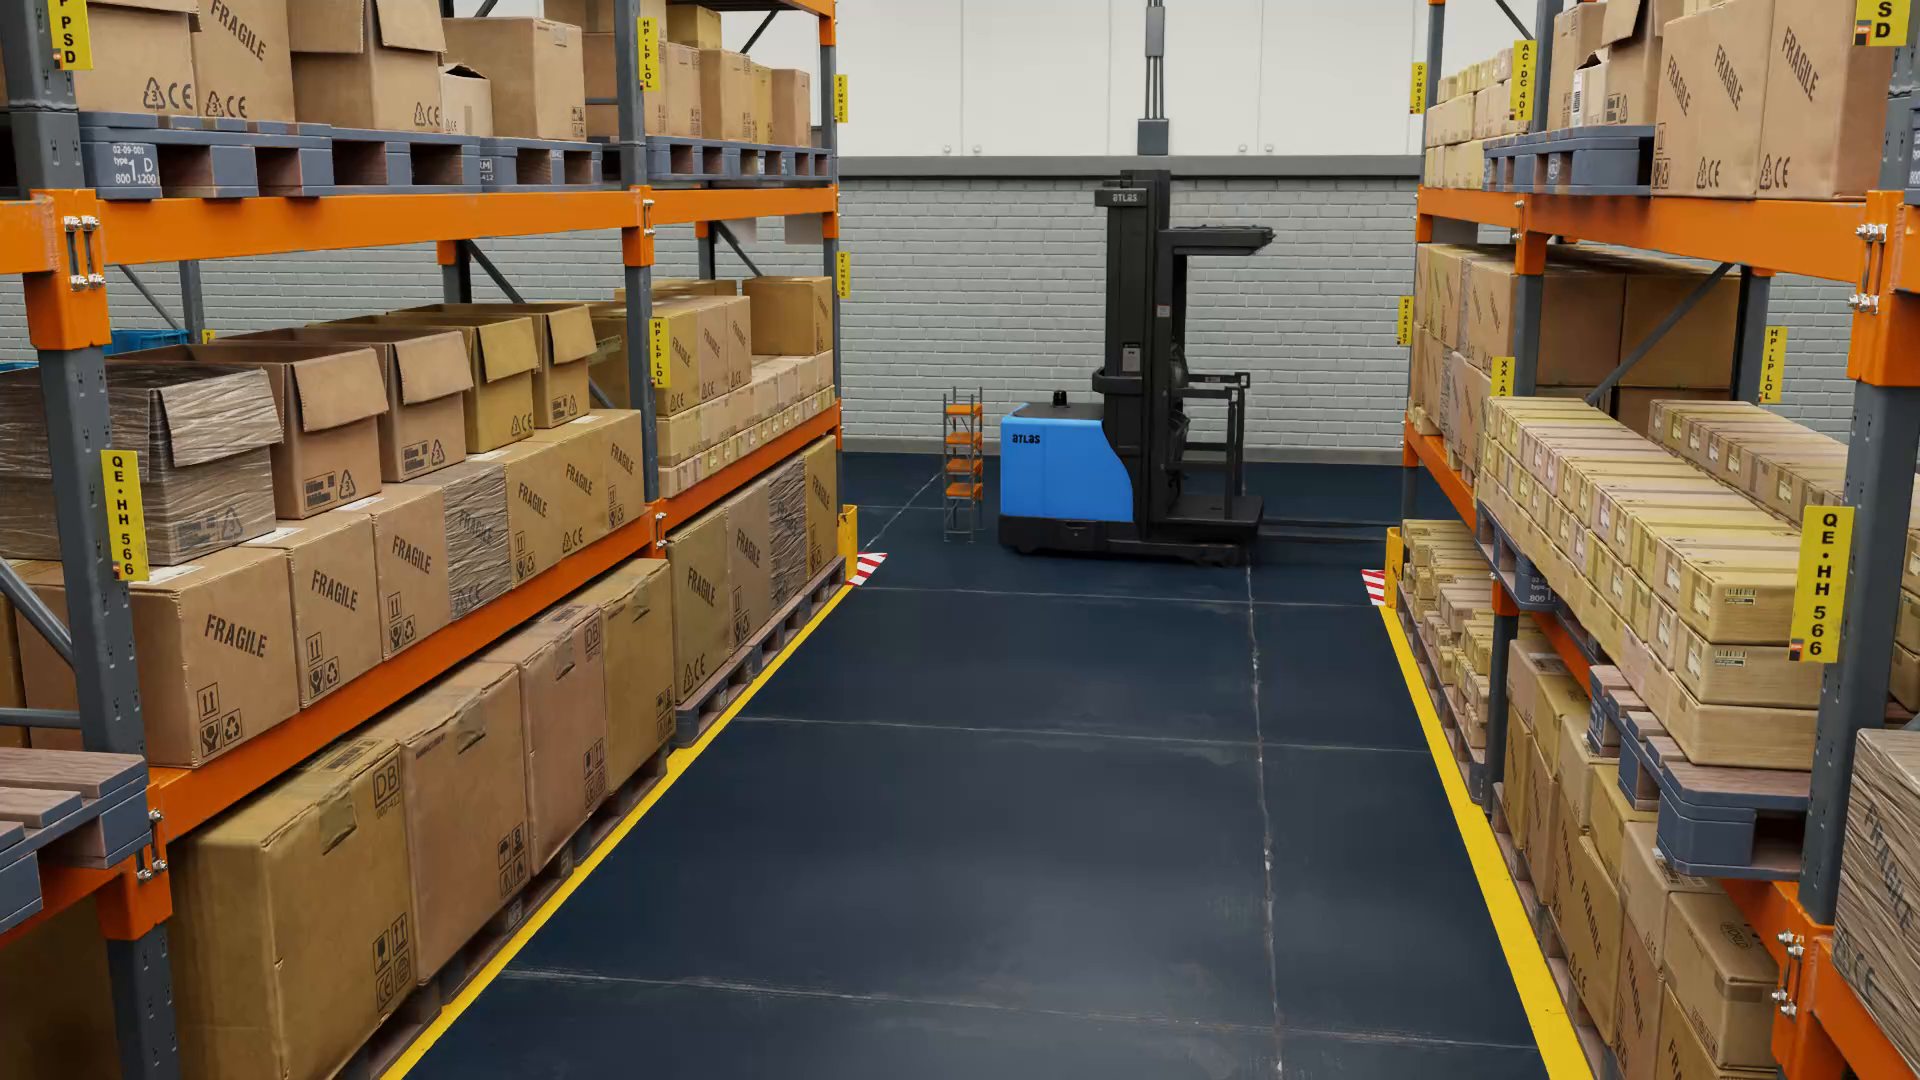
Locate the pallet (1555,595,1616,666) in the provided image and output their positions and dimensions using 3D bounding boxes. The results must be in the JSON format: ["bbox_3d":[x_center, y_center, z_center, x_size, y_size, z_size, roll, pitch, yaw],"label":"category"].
[{"bbox_3d":[2.558,0.315,5.366,1.003,0.211,1.213,2,12,9],"label":"pallet"}]

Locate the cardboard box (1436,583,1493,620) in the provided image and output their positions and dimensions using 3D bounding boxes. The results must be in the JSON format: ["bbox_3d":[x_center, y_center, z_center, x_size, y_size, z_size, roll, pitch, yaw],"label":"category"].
[{"bbox_3d":[2.835,0.343,9.138,0.380,0.149,0.250,1,12,7],"label":"cardboard box"}]

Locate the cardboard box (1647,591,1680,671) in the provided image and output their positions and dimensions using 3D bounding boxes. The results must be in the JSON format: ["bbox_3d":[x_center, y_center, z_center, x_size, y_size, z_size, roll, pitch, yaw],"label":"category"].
[{"bbox_3d":[1.960,0.234,4.182,0.380,0.149,0.250,2,12,11],"label":"cardboard box"}]

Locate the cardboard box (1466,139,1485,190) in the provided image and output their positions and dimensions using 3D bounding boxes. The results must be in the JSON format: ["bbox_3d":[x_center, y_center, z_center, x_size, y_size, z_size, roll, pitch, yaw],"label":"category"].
[{"bbox_3d":[2.884,-1.911,8.477,0.500,0.250,0.500,2,12,8],"label":"cardboard box"}]

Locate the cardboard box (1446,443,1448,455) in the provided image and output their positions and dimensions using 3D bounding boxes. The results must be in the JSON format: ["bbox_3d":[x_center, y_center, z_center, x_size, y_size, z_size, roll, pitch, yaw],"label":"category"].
[{"bbox_3d":[2.962,-0.524,9.403,0.380,0.149,0.250,2,12,11],"label":"cardboard box"}]

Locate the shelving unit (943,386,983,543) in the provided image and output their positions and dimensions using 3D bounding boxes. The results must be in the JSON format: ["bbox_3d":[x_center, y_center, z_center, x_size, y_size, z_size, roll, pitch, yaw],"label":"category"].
[{"bbox_3d":[0.025,-0.621,13.527,0.258,1.200,0.503,2,12,9],"label":"shelving unit"}]

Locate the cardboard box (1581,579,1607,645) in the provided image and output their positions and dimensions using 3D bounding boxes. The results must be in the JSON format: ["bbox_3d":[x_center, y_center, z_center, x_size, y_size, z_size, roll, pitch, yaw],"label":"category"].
[{"bbox_3d":[2.077,0.222,4.944,0.380,0.149,0.250,1,12,6],"label":"cardboard box"}]

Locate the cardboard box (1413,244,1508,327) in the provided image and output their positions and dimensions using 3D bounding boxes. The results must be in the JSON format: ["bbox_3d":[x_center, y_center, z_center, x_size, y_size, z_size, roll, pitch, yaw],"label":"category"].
[{"bbox_3d":[3.193,-1.629,10.614,0.500,0.500,0.500,2,12,8],"label":"cardboard box"}]

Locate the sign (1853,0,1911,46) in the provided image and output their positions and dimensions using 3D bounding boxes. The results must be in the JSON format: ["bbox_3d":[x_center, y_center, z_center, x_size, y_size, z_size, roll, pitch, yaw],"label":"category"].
[{"bbox_3d":[1.759,-1.102,3.140,0.100,0.325,0.005,2,12,9],"label":"sign"}]

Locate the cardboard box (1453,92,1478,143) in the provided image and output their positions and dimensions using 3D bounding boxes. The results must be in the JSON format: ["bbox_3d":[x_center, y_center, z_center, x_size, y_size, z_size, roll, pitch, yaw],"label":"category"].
[{"bbox_3d":[2.955,-2.266,8.937,0.500,0.250,0.500,1,12,7],"label":"cardboard box"}]

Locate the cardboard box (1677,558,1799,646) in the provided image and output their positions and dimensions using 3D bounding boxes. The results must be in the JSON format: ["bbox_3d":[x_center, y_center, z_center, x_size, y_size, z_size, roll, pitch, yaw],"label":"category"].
[{"bbox_3d":[1.917,0.145,3.889,0.380,0.149,0.250,1,12,6],"label":"cardboard box"}]

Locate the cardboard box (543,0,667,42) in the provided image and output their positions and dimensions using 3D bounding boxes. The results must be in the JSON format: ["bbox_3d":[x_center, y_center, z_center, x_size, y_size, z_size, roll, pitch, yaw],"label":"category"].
[{"bbox_3d":[-1.825,-2.711,8.582,0.500,0.250,0.500,1,12,5],"label":"cardboard box"}]

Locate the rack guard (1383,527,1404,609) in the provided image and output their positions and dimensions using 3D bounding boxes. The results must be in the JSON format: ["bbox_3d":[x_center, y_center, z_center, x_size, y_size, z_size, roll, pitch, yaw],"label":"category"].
[{"bbox_3d":[3.513,0.207,11.345,1.175,0.500,0.348,2,12,9],"label":"rack guard"}]

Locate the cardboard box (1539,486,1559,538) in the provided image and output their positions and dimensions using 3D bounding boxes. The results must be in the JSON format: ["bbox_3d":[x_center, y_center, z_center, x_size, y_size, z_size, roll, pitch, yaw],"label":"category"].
[{"bbox_3d":[2.198,-0.085,5.662,0.380,0.149,0.250,2,12,8],"label":"cardboard box"}]

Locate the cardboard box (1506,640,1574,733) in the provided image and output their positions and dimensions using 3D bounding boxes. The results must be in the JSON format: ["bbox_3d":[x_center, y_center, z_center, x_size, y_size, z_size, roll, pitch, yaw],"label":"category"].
[{"bbox_3d":[2.535,0.598,6.757,0.500,0.250,0.500,1,12,6],"label":"cardboard box"}]

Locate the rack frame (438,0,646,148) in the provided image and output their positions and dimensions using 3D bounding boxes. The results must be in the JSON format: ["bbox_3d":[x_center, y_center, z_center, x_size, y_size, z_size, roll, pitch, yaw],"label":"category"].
[{"bbox_3d":[-1.976,-3.312,7.502,1.000,3.000,0.127,2,12,9],"label":"rack frame"}]

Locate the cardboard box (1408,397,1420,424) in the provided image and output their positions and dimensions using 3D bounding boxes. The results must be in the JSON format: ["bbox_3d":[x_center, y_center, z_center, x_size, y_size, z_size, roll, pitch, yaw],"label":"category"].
[{"bbox_3d":[3.151,-0.851,10.918,0.380,0.149,0.250,2,12,8],"label":"cardboard box"}]

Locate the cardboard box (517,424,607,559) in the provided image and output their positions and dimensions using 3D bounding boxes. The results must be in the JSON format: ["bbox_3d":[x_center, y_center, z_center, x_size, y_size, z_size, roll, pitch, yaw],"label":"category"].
[{"bbox_3d":[-1.861,-0.219,7.154,0.500,0.500,0.500,2,12,10],"label":"cardboard box"}]

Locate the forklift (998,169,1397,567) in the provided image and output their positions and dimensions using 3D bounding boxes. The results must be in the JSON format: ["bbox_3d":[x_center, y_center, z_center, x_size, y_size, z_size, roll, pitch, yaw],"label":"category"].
[{"bbox_3d":[1.874,-1.351,12.804,3.031,2.935,1.130,3,12,13],"label":"forklift"}]

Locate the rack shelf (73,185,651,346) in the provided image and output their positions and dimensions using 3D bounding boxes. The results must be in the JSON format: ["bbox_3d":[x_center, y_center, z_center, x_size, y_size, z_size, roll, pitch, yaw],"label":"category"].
[{"bbox_3d":[-2.283,-1.078,5.962,1.077,0.370,4.000,2,12,9],"label":"rack shelf"}]

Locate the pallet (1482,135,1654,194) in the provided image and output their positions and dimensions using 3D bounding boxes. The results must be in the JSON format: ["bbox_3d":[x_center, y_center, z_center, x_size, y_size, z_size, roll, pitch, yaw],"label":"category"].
[{"bbox_3d":[2.709,-1.447,6.415,1.213,0.211,1.003,2,12,9],"label":"pallet"}]

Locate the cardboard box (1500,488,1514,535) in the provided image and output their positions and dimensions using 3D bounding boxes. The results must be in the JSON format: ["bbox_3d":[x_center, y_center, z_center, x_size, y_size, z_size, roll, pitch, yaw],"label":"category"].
[{"bbox_3d":[2.315,-0.103,6.452,0.380,0.149,0.250,2,12,9],"label":"cardboard box"}]

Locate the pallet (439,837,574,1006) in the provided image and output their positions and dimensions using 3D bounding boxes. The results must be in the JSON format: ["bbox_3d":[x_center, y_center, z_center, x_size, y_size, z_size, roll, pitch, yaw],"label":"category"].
[{"bbox_3d":[-2.205,1.401,6.490,1.003,0.211,1.213,2,12,9],"label":"pallet"}]

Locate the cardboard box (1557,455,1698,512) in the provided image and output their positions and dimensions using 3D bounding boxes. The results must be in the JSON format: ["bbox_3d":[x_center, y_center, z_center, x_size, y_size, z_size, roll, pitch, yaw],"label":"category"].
[{"bbox_3d":[2.159,-0.179,5.389,0.380,0.149,0.250,2,12,10],"label":"cardboard box"}]

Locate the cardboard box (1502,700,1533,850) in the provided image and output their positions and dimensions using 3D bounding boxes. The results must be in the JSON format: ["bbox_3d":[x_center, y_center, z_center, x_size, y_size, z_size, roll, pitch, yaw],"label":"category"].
[{"bbox_3d":[2.534,0.964,6.836,0.500,0.500,0.500,2,12,11],"label":"cardboard box"}]

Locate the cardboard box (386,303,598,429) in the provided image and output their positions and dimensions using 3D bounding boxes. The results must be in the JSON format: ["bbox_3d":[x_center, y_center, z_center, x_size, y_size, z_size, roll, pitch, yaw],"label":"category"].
[{"bbox_3d":[-2.066,-0.786,7.400,0.797,0.503,0.637,2,12,7],"label":"cardboard box"}]

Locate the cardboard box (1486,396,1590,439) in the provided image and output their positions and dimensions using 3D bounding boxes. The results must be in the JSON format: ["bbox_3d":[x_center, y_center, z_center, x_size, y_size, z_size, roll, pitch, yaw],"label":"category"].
[{"bbox_3d":[2.395,-0.504,6.899,0.380,0.149,0.250,3,12,12],"label":"cardboard box"}]

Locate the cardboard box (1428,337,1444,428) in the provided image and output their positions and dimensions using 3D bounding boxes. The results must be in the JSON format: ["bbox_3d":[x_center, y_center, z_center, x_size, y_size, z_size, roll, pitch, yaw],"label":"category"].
[{"bbox_3d":[3.038,-0.926,9.729,0.500,0.500,0.500,2,12,9],"label":"cardboard box"}]

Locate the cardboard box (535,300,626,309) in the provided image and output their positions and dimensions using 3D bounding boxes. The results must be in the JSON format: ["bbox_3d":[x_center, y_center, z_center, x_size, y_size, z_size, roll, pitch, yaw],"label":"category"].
[{"bbox_3d":[-2.088,-1.027,9.007,0.500,0.500,0.500,2,12,9],"label":"cardboard box"}]

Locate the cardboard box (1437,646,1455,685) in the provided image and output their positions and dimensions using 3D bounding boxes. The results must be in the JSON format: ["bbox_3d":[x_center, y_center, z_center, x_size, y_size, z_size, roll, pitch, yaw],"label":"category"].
[{"bbox_3d":[2.792,0.682,8.977,0.380,0.149,0.250,2,12,9],"label":"cardboard box"}]

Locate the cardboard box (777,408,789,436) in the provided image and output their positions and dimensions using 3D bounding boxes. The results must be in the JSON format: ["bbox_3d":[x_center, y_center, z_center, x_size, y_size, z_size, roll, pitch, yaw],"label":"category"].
[{"bbox_3d":[-1.285,-0.738,10.394,0.380,0.149,0.250,2,12,9],"label":"cardboard box"}]

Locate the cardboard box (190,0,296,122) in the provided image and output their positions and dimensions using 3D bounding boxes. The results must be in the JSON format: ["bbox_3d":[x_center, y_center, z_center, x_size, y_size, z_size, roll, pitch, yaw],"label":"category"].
[{"bbox_3d":[-2.523,-1.579,5.347,0.500,0.500,0.500,3,12,12],"label":"cardboard box"}]

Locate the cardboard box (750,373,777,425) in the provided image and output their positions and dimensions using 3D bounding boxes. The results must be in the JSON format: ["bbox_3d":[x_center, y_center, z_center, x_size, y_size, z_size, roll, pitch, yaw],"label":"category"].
[{"bbox_3d":[-1.406,-0.855,9.989,0.500,0.250,0.500,2,12,9],"label":"cardboard box"}]

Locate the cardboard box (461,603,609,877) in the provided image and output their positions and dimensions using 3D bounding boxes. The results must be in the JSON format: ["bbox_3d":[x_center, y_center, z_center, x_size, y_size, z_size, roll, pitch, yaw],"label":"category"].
[{"bbox_3d":[-2.191,0.774,6.830,1.225,0.875,0.875,1,12,7],"label":"cardboard box"}]

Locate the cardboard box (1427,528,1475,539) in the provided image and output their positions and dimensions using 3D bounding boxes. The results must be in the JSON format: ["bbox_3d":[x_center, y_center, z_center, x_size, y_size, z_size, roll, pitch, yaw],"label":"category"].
[{"bbox_3d":[3.185,0.026,10.609,0.380,0.149,0.250,2,12,10],"label":"cardboard box"}]

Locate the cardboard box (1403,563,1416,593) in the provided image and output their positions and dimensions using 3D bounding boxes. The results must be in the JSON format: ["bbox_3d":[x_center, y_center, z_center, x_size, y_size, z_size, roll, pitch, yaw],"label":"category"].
[{"bbox_3d":[3.128,0.257,10.953,0.380,0.149,0.250,2,12,10],"label":"cardboard box"}]

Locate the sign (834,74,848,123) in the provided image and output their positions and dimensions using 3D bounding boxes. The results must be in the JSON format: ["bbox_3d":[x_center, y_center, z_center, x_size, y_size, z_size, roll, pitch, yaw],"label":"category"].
[{"bbox_3d":[-0.827,-3.052,11.502,0.100,0.325,0.005,2,12,9],"label":"sign"}]

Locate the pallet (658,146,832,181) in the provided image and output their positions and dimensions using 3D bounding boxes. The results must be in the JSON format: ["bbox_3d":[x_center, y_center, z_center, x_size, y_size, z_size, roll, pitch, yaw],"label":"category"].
[{"bbox_3d":[-1.464,-2.480,10.973,1.003,0.211,1.213,2,12,9],"label":"pallet"}]

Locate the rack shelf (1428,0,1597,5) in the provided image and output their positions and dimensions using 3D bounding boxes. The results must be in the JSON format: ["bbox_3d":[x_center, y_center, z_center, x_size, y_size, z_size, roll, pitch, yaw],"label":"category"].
[{"bbox_3d":[3.217,-3.193,8.667,1.077,0.370,4.000,2,12,9],"label":"rack shelf"}]

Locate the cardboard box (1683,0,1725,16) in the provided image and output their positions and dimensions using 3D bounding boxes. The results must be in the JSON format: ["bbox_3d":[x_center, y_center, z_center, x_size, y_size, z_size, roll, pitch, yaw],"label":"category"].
[{"bbox_3d":[2.277,-1.616,4.695,0.396,0.266,0.258,2,12,9],"label":"cardboard box"}]

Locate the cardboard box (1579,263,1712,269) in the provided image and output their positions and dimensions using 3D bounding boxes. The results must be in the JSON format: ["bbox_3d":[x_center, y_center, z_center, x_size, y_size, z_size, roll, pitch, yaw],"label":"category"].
[{"bbox_3d":[3.284,-1.075,8.046,0.500,0.500,0.500,2,12,7],"label":"cardboard box"}]

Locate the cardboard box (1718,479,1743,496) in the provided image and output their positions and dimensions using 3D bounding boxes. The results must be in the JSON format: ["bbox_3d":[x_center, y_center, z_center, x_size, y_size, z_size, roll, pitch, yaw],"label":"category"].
[{"bbox_3d":[2.884,-0.119,5.818,0.380,0.149,0.250,1,12,6],"label":"cardboard box"}]

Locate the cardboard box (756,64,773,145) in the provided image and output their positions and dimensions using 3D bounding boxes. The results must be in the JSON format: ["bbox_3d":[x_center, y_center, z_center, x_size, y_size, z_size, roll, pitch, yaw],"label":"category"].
[{"bbox_3d":[-1.593,-2.758,10.581,0.700,0.500,0.500,1,12,7],"label":"cardboard box"}]

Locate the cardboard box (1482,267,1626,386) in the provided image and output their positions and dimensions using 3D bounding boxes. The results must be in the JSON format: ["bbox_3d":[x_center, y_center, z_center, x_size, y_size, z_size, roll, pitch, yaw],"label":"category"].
[{"bbox_3d":[2.715,-0.987,7.639,0.500,0.500,0.500,1,12,7],"label":"cardboard box"}]

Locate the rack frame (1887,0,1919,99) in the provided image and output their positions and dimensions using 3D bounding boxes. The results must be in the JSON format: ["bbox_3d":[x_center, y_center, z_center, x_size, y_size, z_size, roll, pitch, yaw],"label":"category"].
[{"bbox_3d":[2.294,-2.298,2.795,1.000,3.000,0.127,2,12,9],"label":"rack frame"}]

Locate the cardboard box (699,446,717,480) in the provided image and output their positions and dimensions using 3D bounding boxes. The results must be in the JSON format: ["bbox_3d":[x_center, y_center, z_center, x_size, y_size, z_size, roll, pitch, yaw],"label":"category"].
[{"bbox_3d":[-1.521,-0.417,8.905,0.380,0.149,0.250,2,12,11],"label":"cardboard box"}]

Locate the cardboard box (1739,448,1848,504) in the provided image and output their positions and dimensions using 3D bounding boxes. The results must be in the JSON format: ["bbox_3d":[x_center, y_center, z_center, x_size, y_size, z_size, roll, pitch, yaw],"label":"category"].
[{"bbox_3d":[2.840,-0.210,5.535,0.380,0.149,0.250,1,12,6],"label":"cardboard box"}]

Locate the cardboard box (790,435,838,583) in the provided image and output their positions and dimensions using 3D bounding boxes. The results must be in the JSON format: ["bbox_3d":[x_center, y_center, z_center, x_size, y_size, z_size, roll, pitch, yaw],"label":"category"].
[{"bbox_3d":[-1.380,-0.243,11.547,0.875,0.875,0.875,2,12,9],"label":"cardboard box"}]

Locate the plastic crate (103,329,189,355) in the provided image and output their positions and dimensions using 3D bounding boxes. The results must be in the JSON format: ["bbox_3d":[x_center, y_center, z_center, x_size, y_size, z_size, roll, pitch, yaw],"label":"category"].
[{"bbox_3d":[-6.122,-1.344,12.381,0.616,0.435,0.499,2,12,9],"label":"plastic crate"}]

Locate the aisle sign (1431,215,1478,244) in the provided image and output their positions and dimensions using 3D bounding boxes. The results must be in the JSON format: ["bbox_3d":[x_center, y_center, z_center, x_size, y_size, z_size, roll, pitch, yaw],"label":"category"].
[{"bbox_3d":[3.240,-2.326,10.997,0.394,0.787,0.004,2,12,9],"label":"aisle sign"}]

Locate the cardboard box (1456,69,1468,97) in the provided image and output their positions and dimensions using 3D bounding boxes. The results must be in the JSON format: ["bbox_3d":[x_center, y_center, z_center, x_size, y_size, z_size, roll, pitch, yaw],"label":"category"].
[{"bbox_3d":[2.971,-2.537,9.247,0.380,0.149,0.250,2,12,10],"label":"cardboard box"}]

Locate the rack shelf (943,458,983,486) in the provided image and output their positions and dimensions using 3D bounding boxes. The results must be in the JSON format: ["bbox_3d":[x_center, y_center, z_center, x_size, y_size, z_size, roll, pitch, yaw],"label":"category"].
[{"bbox_3d":[0.025,-0.555,13.541,0.258,0.148,0.480,2,12,9],"label":"rack shelf"}]

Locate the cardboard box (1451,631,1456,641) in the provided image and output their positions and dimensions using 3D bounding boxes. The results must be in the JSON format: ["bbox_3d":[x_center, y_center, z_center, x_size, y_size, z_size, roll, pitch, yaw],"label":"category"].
[{"bbox_3d":[2.914,0.498,9.125,0.380,0.149,0.250,1,12,6],"label":"cardboard box"}]
